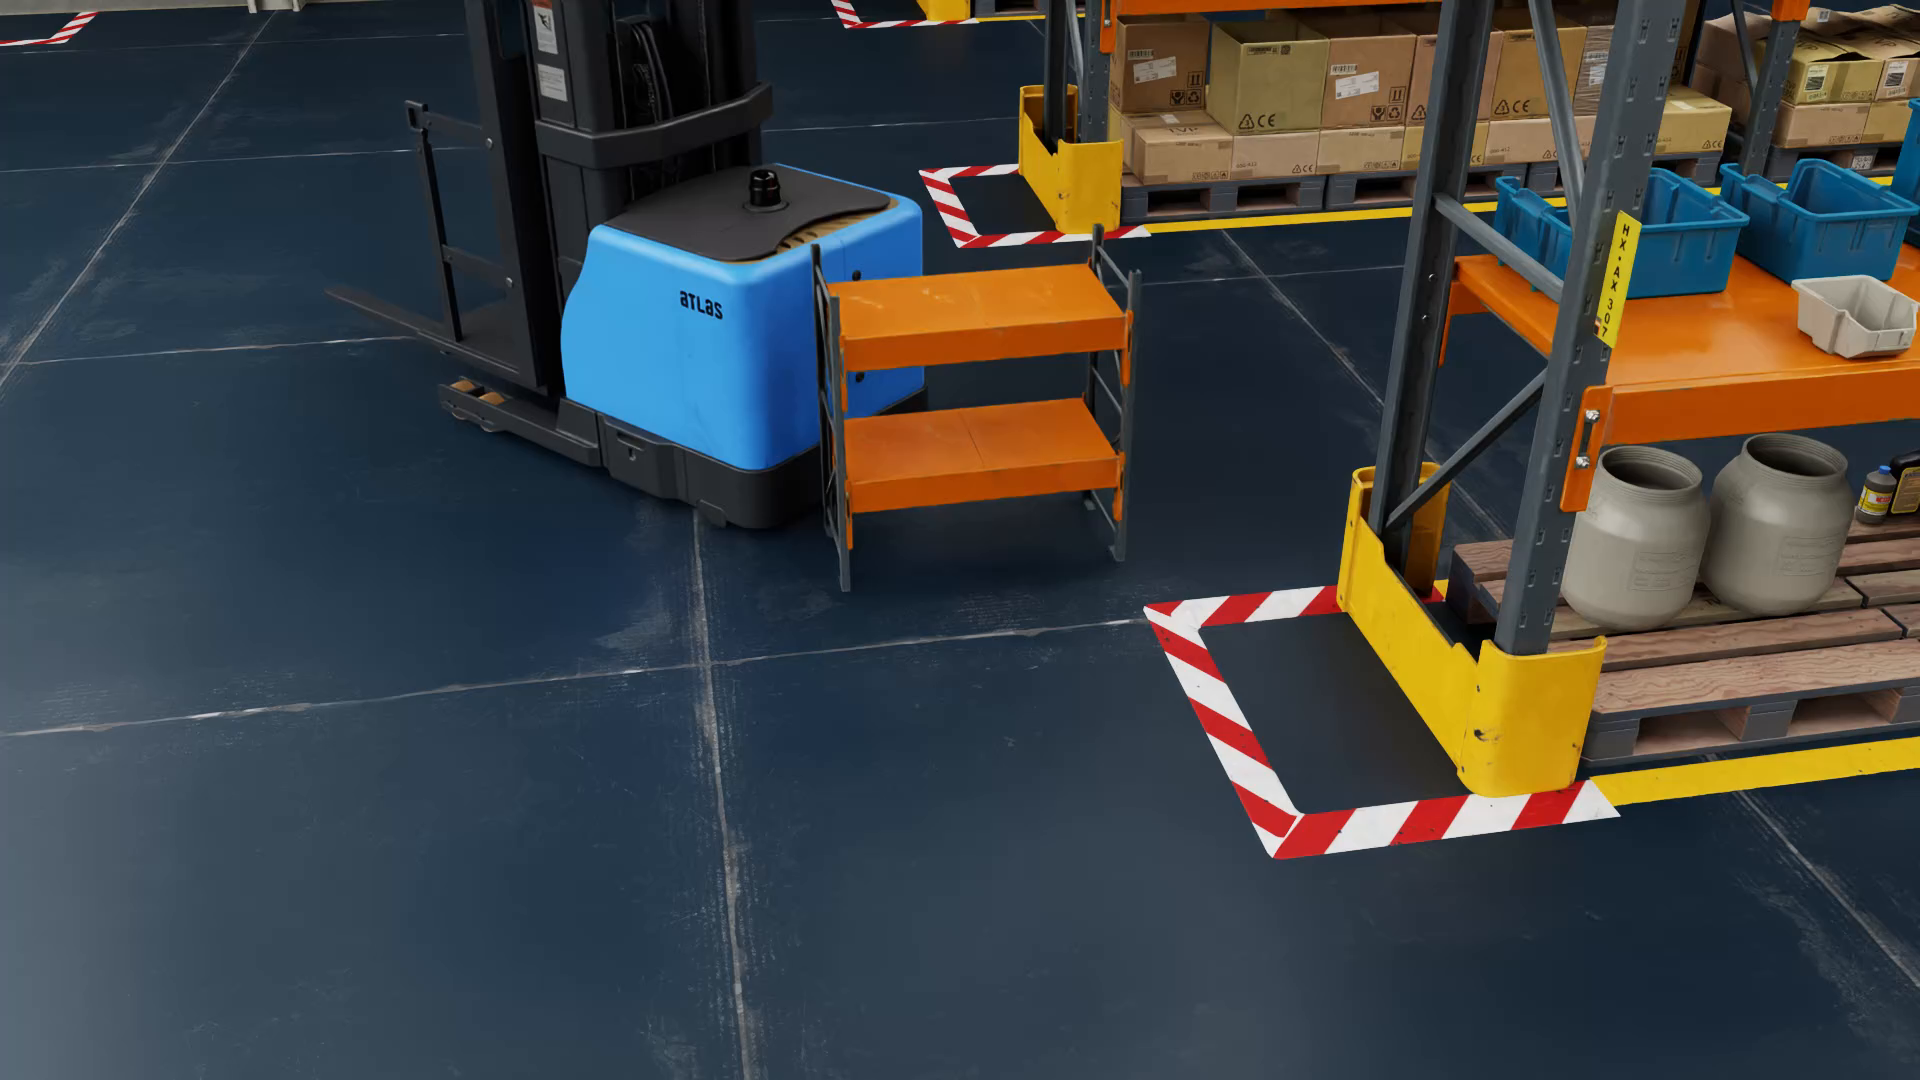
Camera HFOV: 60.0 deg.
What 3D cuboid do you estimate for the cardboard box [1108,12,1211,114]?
[{"bbox_3d":[1.114,-2.784,9.584,0.500,0.500,0.500,-5,31,-9],"label":"cardboard box"}]

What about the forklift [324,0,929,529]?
[{"bbox_3d":[-1.598,-1.905,6.598,3.031,2.935,1.130,22,37,32],"label":"forklift"}]

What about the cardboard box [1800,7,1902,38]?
[{"bbox_3d":[5.432,-3.101,10.309,0.500,0.311,0.500,-4,31,-8],"label":"cardboard box"}]

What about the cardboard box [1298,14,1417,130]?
[{"bbox_3d":[2.188,-2.623,9.311,0.500,0.500,0.500,-5,31,-9],"label":"cardboard box"}]

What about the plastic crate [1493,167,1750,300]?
[{"bbox_3d":[1.967,-0.928,5.016,0.616,0.251,0.499,-5,31,-9],"label":"plastic crate"}]

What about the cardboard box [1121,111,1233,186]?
[{"bbox_3d":[1.207,-2.201,9.333,0.500,0.250,0.500,-5,31,-9],"label":"cardboard box"}]

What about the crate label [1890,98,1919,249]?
[{"bbox_3d":[3.290,-1.116,5.153,0.616,0.435,0.502,-5,31,-9],"label":"crate label"}]

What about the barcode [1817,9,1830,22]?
[{"bbox_3d":[4.900,-2.974,9.434,0.075,0.075,0.001,-5,31,-9],"label":"barcode"}]

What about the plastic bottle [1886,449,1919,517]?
[{"bbox_3d":[3.368,-0.222,5.915,0.133,0.283,0.061,-5,31,-8],"label":"plastic bottle"}]

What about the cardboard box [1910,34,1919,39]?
[{"bbox_3d":[6.028,-2.875,9.925,0.500,0.311,0.500,-6,31,-11],"label":"cardboard box"}]

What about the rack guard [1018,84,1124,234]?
[{"bbox_3d":[0.616,-2.188,9.478,0.348,0.500,1.175,-5,31,-9],"label":"rack guard"}]

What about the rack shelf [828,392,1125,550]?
[{"bbox_3d":[0.043,-0.264,6.072,1.000,0.278,0.538,-6,31,-10],"label":"rack shelf"}]

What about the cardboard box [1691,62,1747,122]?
[{"bbox_3d":[4.930,-2.811,10.369,0.500,0.250,0.500,-6,31,-9],"label":"cardboard box"}]

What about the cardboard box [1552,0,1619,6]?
[{"bbox_3d":[3.572,-3.016,9.978,0.500,0.500,0.500,-5,31,-9],"label":"cardboard box"}]

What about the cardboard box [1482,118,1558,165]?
[{"bbox_3d":[3.175,-2.383,9.643,0.500,0.250,0.500,-5,31,-9],"label":"cardboard box"}]

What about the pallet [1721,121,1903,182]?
[{"bbox_3d":[5.292,-2.517,10.323,1.213,0.211,1.003,-5,31,-9],"label":"pallet"}]

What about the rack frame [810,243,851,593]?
[{"bbox_3d":[-0.455,-0.423,5.860,0.032,1.125,0.500,-6,31,-10],"label":"rack frame"}]

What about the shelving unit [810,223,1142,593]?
[{"bbox_3d":[0.043,-0.475,5.948,1.048,1.125,0.538,-6,31,-10],"label":"shelving unit"}]

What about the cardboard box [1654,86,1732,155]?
[{"bbox_3d":[4.158,-2.477,9.802,0.500,0.250,0.500,-5,31,-9],"label":"cardboard box"}]

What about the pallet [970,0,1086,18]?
[{"bbox_3d":[0.624,-4.598,13.862,1.213,0.211,1.003,-5,31,-9],"label":"pallet"}]

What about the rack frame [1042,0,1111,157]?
[{"bbox_3d":[0.640,-3.268,8.848,0.127,3.000,1.000,-5,31,-9],"label":"rack frame"}]

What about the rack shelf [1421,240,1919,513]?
[{"bbox_3d":[3.496,-0.670,5.140,4.000,0.370,1.077,-5,31,-9],"label":"rack shelf"}]

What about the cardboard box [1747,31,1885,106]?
[{"bbox_3d":[5.026,-2.784,9.770,0.500,0.311,0.500,-5,31,-9],"label":"cardboard box"}]

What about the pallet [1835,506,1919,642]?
[{"bbox_3d":[3.592,0.193,5.714,1.213,0.211,1.003,-5,31,-9],"label":"pallet"}]

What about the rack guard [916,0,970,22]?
[{"bbox_3d":[-0.181,-4.666,13.693,0.348,0.500,1.175,-5,31,-9],"label":"rack guard"}]

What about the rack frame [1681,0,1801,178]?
[{"bbox_3d":[4.574,-3.633,9.469,0.127,3.000,1.000,-5,31,-9],"label":"rack frame"}]

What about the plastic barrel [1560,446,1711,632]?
[{"bbox_3d":[2.162,-0.004,5.338,0.421,0.512,0.421,0,30,0],"label":"plastic barrel"}]

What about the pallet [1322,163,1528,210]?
[{"bbox_3d":[2.582,-2.266,9.895,1.213,0.211,1.003,-5,31,-9],"label":"pallet"}]

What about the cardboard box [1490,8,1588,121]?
[{"bbox_3d":[3.173,-2.713,9.463,0.500,0.500,0.500,-5,31,-9],"label":"cardboard box"}]

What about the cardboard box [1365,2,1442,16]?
[{"bbox_3d":[2.587,-2.928,9.828,0.500,0.500,0.500,-5,31,-9],"label":"cardboard box"}]

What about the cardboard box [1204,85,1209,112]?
[{"bbox_3d":[1.604,-2.511,9.860,0.500,0.250,0.500,-5,31,-9],"label":"cardboard box"}]

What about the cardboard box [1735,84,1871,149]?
[{"bbox_3d":[5.016,-2.542,9.912,0.500,0.250,0.500,-6,31,-10],"label":"cardboard box"}]

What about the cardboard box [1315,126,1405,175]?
[{"bbox_3d":[2.191,-2.294,9.491,0.500,0.250,0.500,-5,31,-9],"label":"cardboard box"}]
